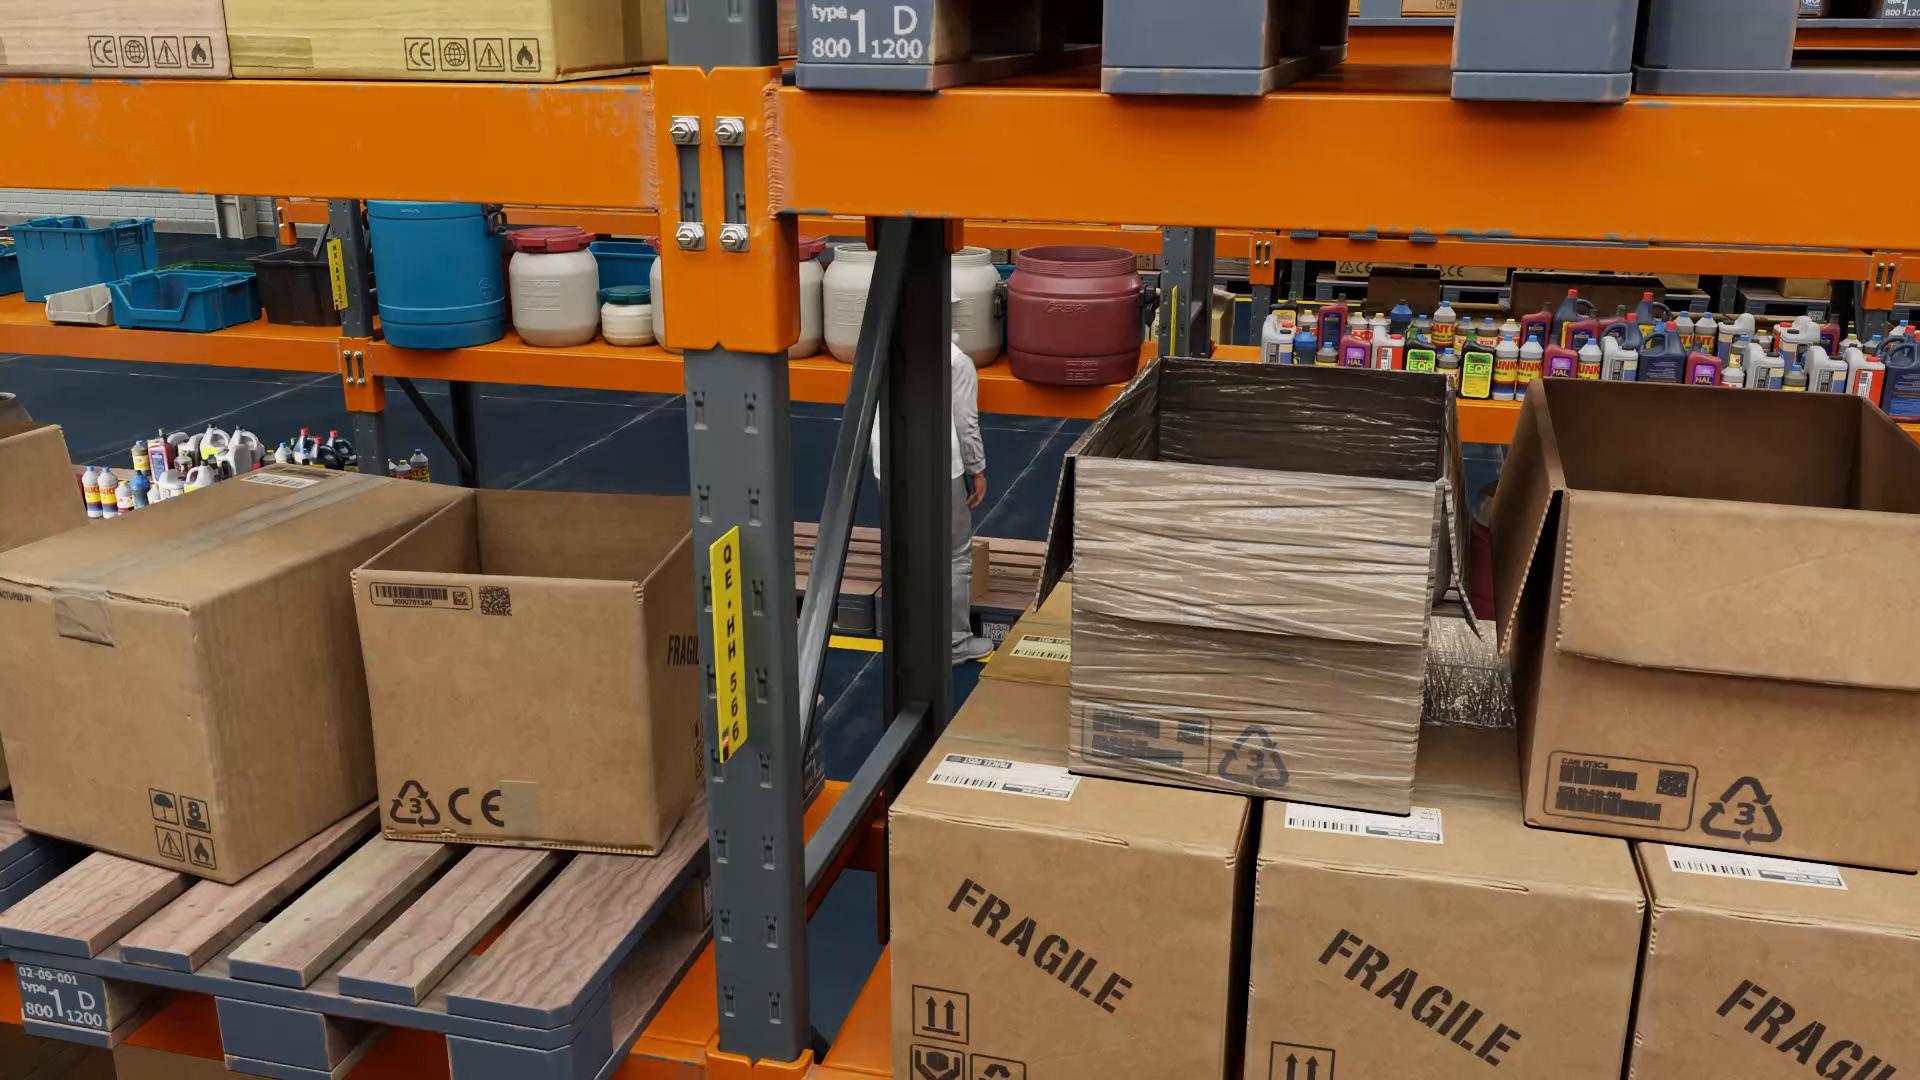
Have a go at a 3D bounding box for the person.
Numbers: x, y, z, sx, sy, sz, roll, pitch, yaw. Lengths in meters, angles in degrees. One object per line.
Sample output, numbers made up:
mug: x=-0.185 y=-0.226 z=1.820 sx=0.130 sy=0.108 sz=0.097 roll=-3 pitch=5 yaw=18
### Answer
person: x=-0.147 y=-0.319 z=7.488 sx=0.576 sy=1.772 sz=0.462 roll=11 pitch=21 yaw=30
